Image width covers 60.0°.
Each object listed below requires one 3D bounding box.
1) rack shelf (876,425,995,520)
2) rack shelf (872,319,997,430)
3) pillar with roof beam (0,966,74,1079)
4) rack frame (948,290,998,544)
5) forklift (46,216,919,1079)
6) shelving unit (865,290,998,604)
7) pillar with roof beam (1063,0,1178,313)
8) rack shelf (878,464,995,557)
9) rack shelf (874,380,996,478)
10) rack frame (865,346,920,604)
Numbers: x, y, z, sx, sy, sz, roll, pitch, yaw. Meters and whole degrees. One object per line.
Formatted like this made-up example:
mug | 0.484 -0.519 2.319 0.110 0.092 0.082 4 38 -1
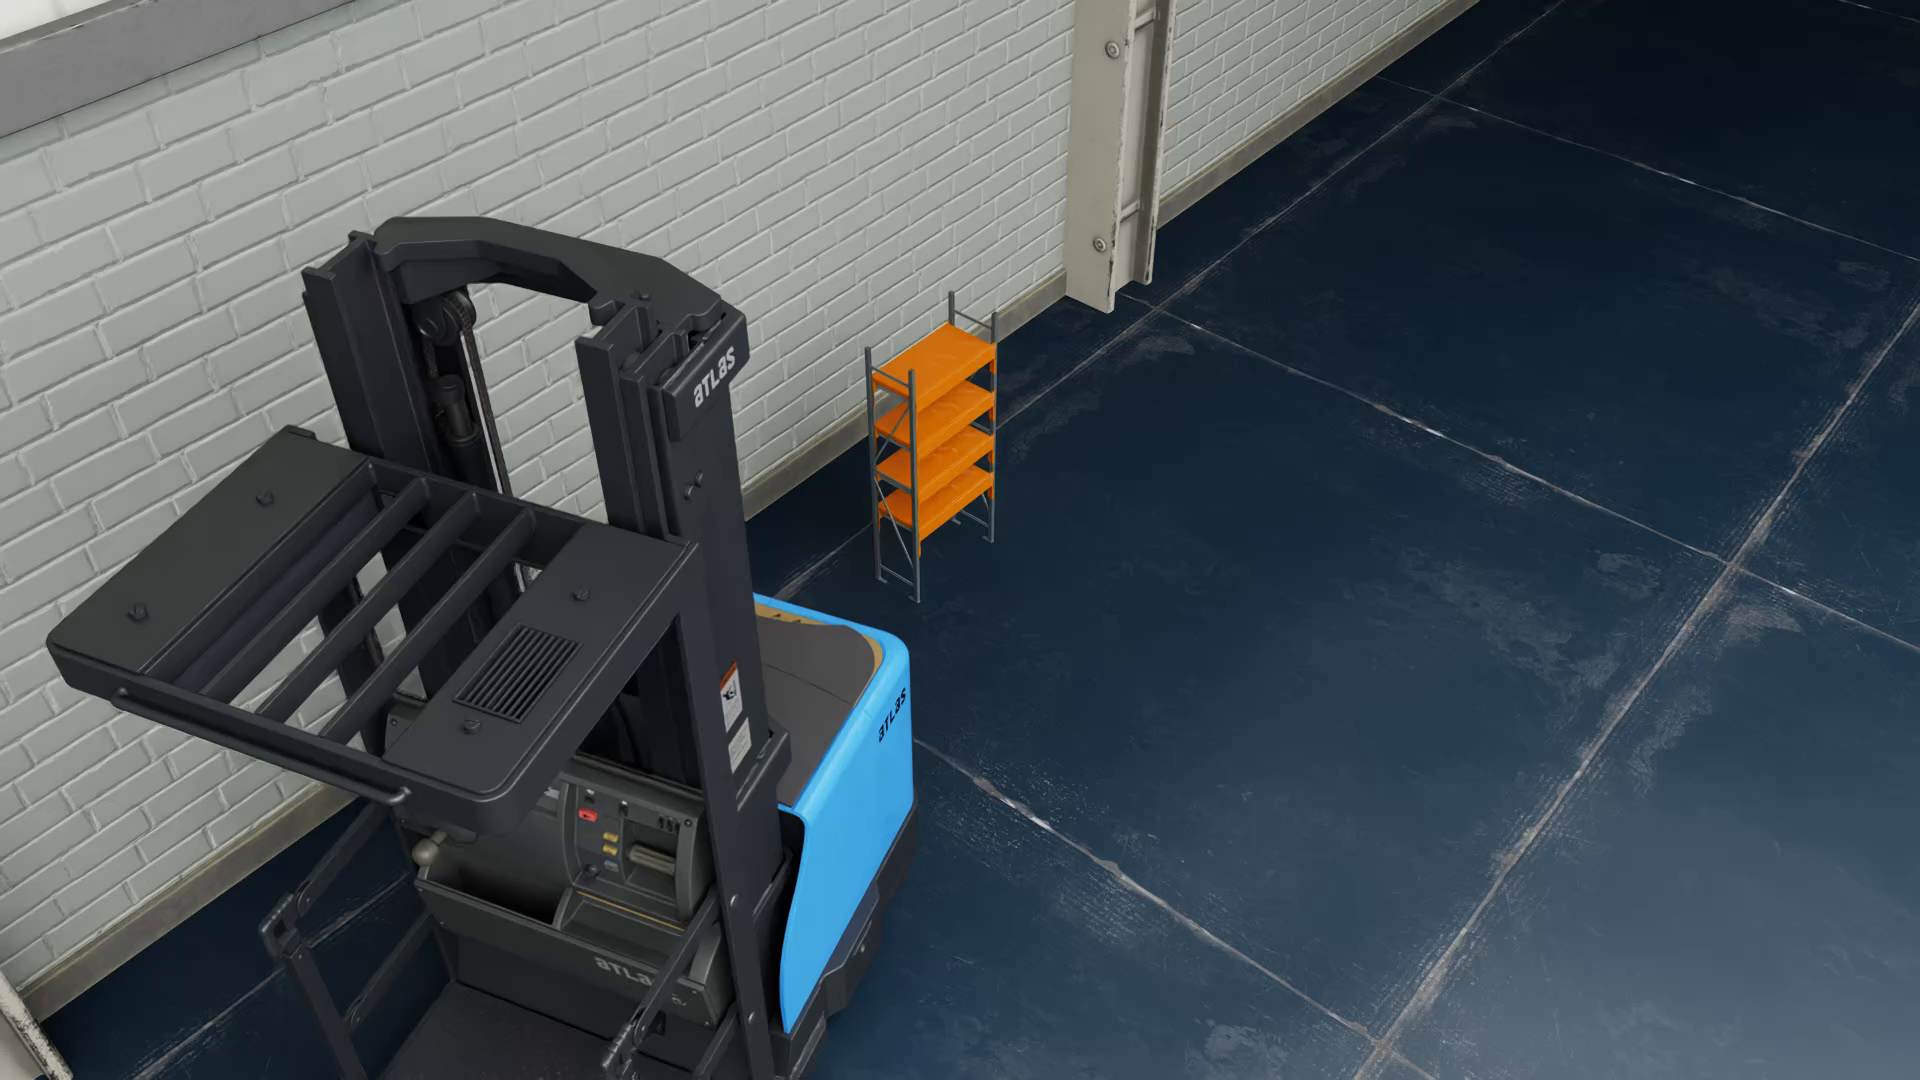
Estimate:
rack shelf | -0.107 -0.309 6.798 0.258 0.148 0.480 29 50 28
rack shelf | -0.107 -0.649 6.488 0.258 0.148 0.480 29 50 28
pillar with roof beam | 0.201 0.296 0.236 9.100 9.000 0.400 29 50 28
rack frame | 0.051 -0.484 6.891 0.240 1.200 0.015 29 50 28
forklift | -1.172 0.818 4.171 1.130 2.935 3.031 15 44 16
shelving unit | -0.107 -0.359 6.753 0.258 1.200 0.503 29 50 28
pillar with roof beam | 4.063 -2.794 3.634 9.100 9.000 0.400 29 50 28
rack shelf | -0.107 -0.162 6.931 0.258 0.148 0.480 29 50 28
rack shelf | -0.107 -0.474 6.647 0.258 0.148 0.480 29 50 28
rack frame | -0.264 -0.233 6.614 0.240 1.200 0.015 29 50 28
